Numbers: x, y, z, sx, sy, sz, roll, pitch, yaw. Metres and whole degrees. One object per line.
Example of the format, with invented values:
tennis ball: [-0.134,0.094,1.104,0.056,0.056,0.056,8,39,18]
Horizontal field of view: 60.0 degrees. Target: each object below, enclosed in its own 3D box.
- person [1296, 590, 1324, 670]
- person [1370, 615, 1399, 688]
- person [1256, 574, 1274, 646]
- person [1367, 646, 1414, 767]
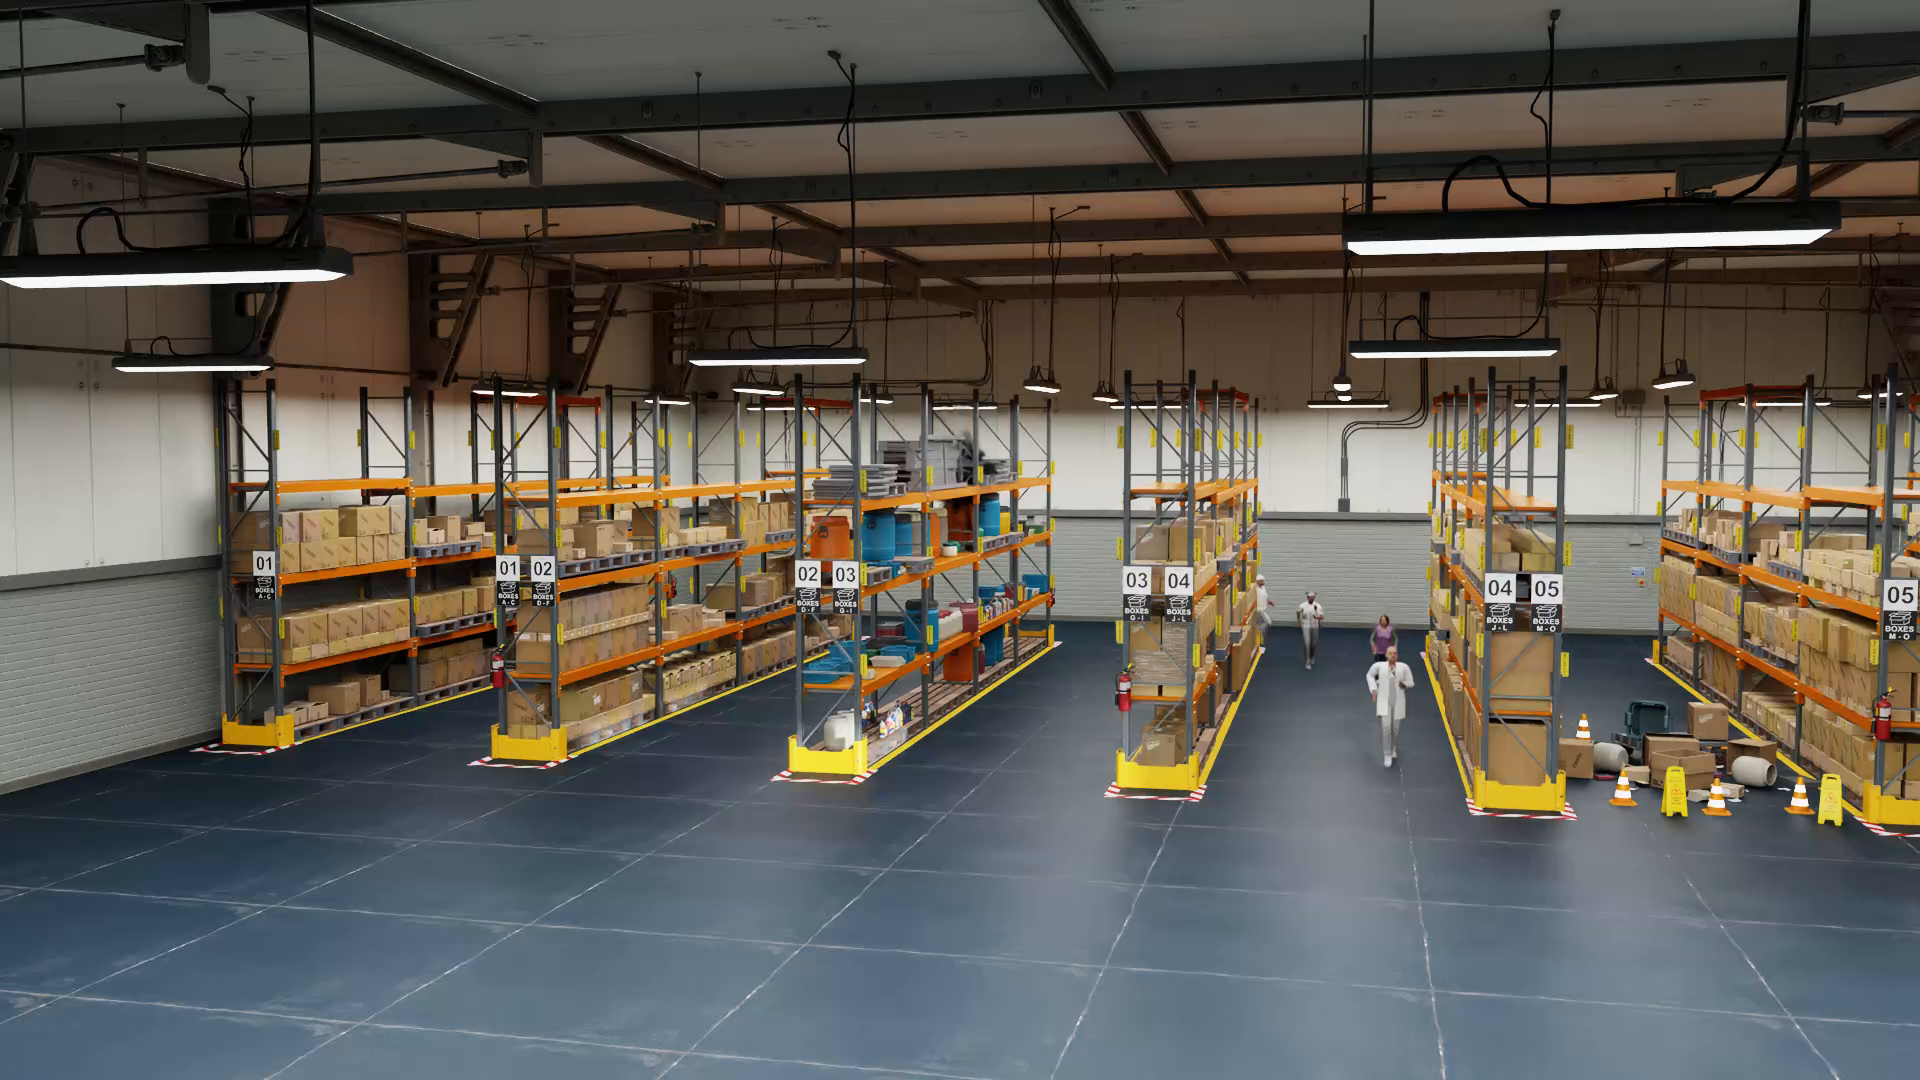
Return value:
person: [7.679,1.950,36.440,0.567,1.711,0.890,0,3,5]
person: [8.396,2.254,32.906,0.554,1.571,0.539,1,4,13]
person: [7.296,1.714,40.543,0.655,1.766,0.770,2,4,33]
person: [6.695,2.556,25.850,0.693,1.824,0.875,0,3,6]
